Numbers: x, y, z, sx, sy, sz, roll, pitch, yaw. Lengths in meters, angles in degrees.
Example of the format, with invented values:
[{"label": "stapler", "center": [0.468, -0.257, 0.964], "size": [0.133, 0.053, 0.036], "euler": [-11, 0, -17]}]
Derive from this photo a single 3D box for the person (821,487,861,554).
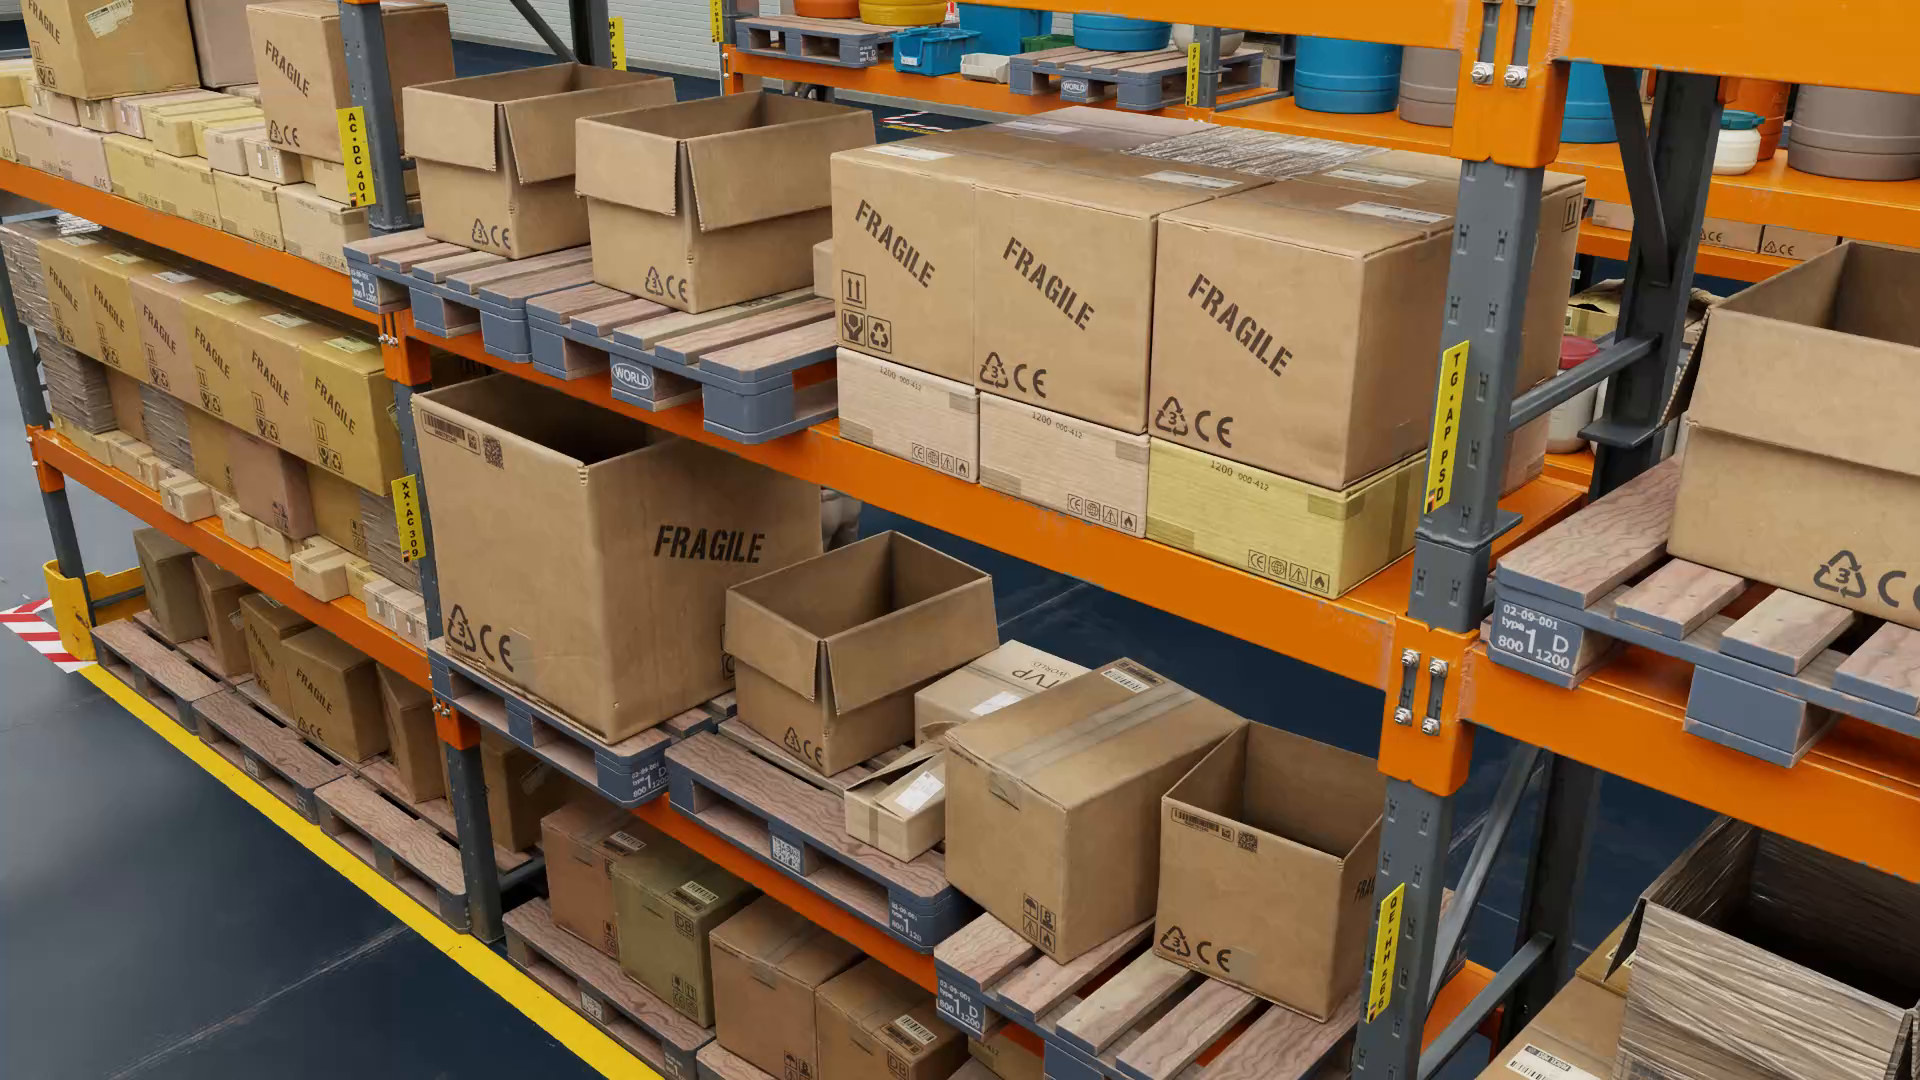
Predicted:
[{"label": "person", "center": [-0.765, -0.197, 9.064], "size": [0.393, 1.726, 0.605], "euler": [18, 29, 35]}]
